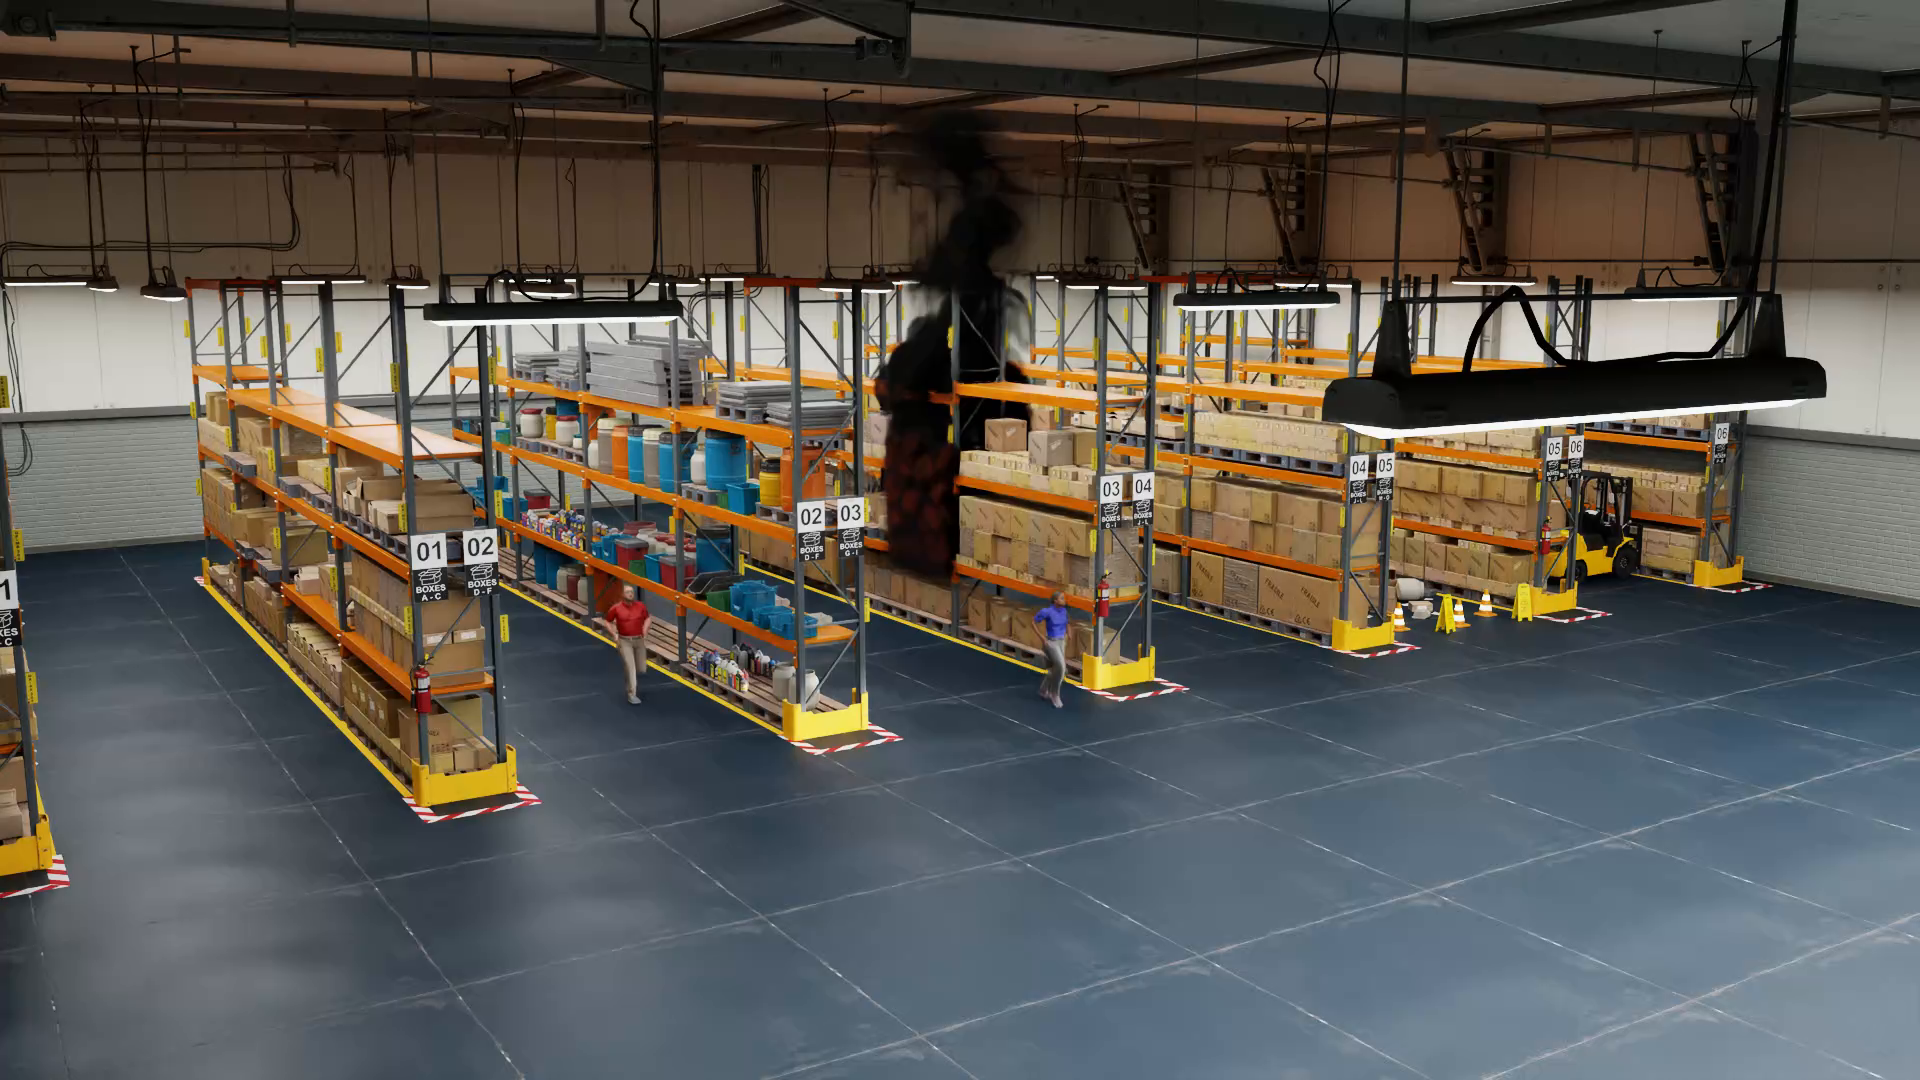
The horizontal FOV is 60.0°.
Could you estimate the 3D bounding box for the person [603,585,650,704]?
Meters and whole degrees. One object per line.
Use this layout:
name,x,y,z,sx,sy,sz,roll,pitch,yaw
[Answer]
person,-4.797,1.485,24.110,0.672,1.683,0.779,-6,11,-30

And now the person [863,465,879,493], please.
person,-2.133,-0.877,38.050,0.721,1.736,0.680,-7,12,-34

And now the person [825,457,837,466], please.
person,-3.266,-1.372,41.268,0.678,1.618,0.951,6,11,32

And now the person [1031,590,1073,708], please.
person,1.365,1.549,23.932,0.585,1.674,0.672,-9,13,-42
